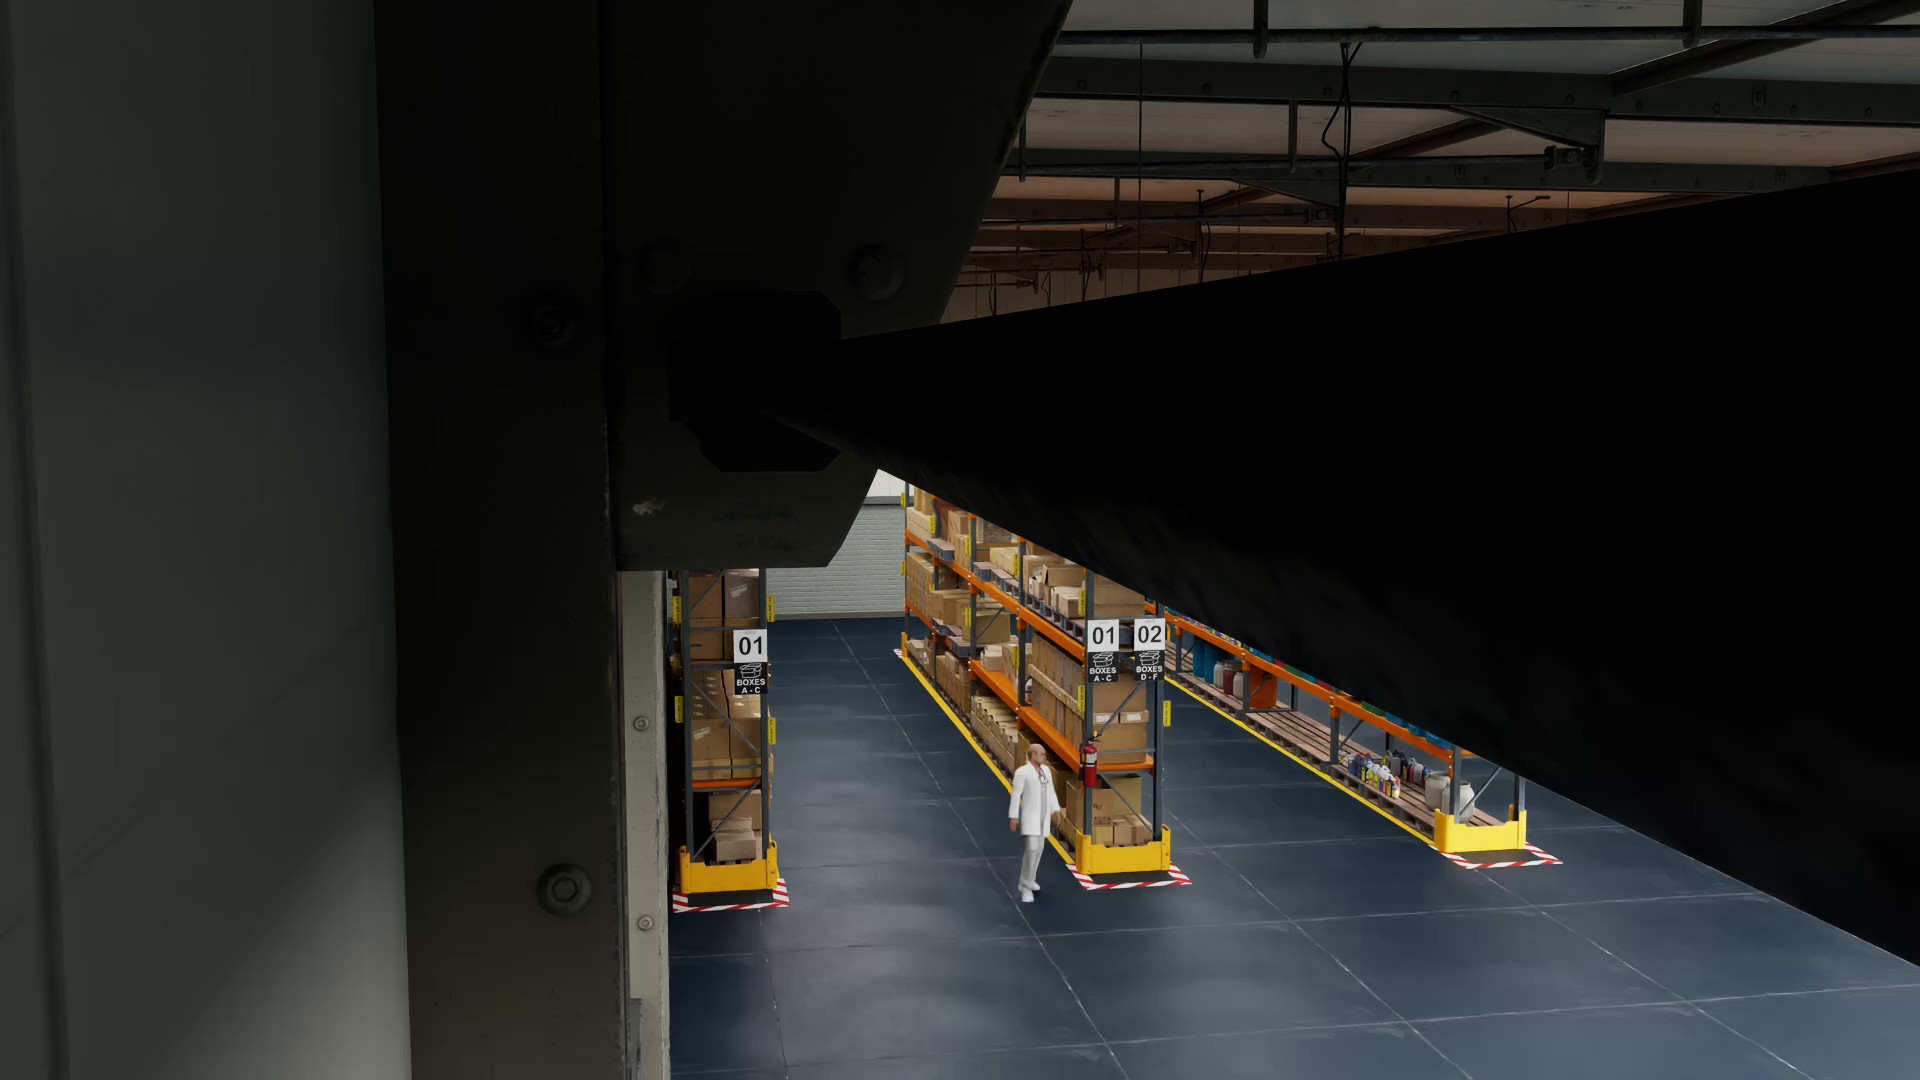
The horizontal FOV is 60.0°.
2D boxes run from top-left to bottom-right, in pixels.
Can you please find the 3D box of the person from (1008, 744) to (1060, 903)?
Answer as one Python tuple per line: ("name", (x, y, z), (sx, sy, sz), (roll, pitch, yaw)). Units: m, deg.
("person", (0.895, 3.393, 20.053), (0.721, 1.836, 0.558), (-6, 8, -43))
